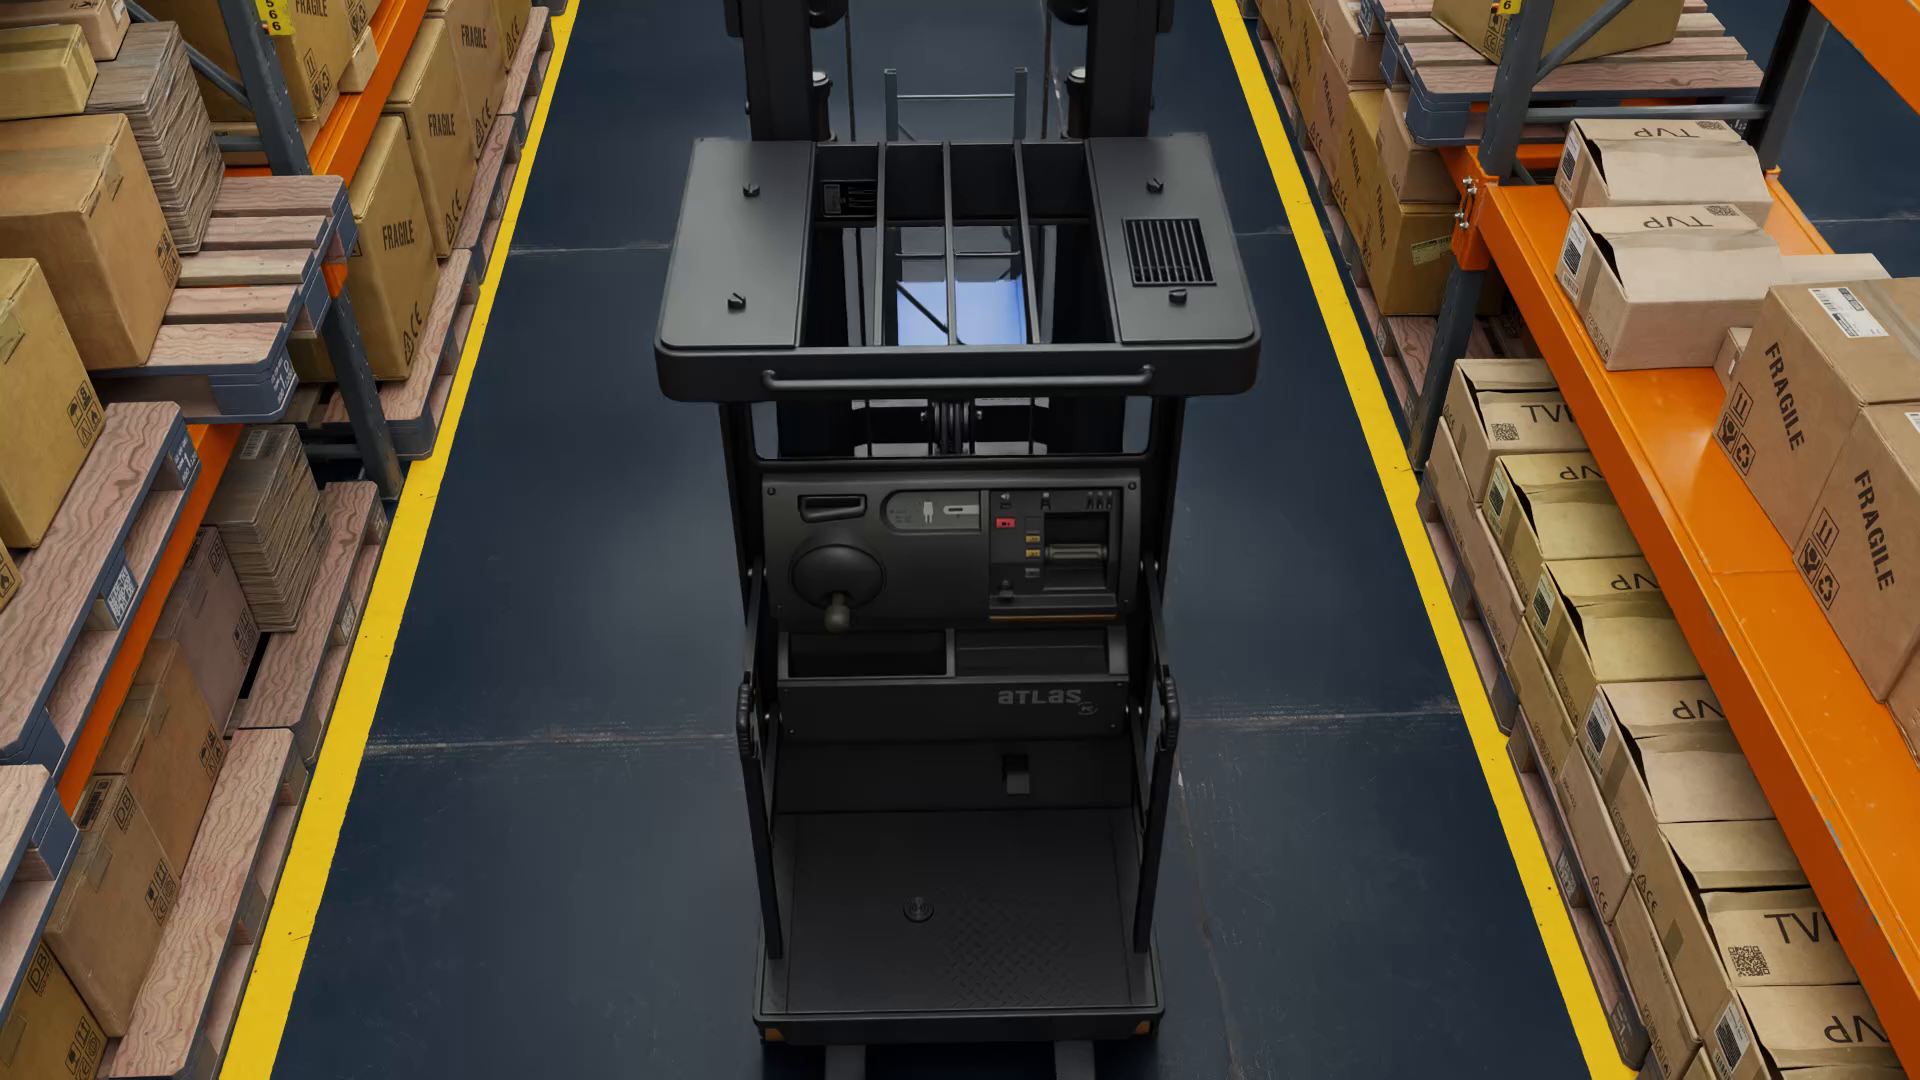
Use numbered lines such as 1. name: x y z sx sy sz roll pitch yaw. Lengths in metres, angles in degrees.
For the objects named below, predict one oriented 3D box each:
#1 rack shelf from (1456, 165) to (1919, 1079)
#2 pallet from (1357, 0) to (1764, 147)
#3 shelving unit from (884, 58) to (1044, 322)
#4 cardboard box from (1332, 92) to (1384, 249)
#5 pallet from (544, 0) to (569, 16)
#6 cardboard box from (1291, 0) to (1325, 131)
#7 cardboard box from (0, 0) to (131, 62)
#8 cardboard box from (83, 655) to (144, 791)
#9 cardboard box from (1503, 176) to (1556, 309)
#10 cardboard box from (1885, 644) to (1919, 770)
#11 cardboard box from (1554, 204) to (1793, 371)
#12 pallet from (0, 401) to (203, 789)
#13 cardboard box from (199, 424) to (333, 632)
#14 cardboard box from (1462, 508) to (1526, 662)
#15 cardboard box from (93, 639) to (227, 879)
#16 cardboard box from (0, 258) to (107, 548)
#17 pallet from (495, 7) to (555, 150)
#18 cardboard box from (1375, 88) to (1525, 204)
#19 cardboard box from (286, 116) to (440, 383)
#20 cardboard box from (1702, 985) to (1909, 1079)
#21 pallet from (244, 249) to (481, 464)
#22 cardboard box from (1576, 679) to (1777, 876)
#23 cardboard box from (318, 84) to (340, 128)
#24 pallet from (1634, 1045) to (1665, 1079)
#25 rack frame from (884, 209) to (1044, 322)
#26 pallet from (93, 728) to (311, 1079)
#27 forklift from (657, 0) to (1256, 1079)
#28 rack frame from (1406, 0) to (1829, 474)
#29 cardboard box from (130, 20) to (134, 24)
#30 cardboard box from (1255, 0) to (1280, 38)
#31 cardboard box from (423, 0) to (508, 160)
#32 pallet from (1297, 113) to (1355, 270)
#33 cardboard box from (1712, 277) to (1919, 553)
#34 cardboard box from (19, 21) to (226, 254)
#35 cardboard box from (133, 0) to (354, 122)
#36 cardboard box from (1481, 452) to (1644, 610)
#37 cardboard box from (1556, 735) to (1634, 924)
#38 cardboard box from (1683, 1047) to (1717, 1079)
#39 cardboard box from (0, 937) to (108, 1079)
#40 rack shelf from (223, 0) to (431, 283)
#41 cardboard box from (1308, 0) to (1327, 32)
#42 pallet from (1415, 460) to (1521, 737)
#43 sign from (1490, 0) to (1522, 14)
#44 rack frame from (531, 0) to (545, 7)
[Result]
1. rack shelf: 2.366 0.192 4.353 1.077 0.370 4.000 -2 43 -2
2. pallet: 2.182 -1.808 6.145 1.213 0.211 1.003 -2 43 -2
3. shelving unit: -0.004 -0.800 6.012 0.538 1.500 1.048 -1 43 -1
4. cardboard box: 1.985 -1.638 7.342 0.500 0.500 0.500 -3 43 -3
5. pallet: -2.792 -3.467 9.876 1.003 0.211 1.213 -2 43 -2
6. cardboard box: 1.936 -2.334 8.100 0.500 0.500 0.500 -1 43 -1
7. cardboard box: -2.623 -1.485 4.771 0.380 0.149 0.250 -7 43 -7
8. cardboard box: -2.597 0.422 4.539 0.500 0.250 0.500 -2 43 -2
9. cardboard box: 2.520 -1.333 7.009 0.500 0.500 0.500 -3 43 -3
10. cardboard box: 2.412 0.365 3.557 0.500 0.500 0.500 1 43 1
11. cardboard box: 2.126 -0.781 4.948 0.500 0.311 0.500 -2 43 -2
12. pallet: -2.543 0.127 4.033 1.003 0.211 1.213 -2 43 -2
13. cardboard box: -2.585 -0.035 5.593 0.700 0.500 0.500 -1 43 -1
14. cardboard box: 2.032 0.137 5.605 0.500 0.250 0.500 -3 43 -3
15. cardboard box: -2.630 0.651 4.845 0.700 0.500 0.500 -2 43 -2
16. cardboard box: -2.563 -0.320 3.980 0.700 0.500 0.500 -2 43 -2
17. pallet: -2.730 -2.433 8.748 1.003 0.211 1.213 -2 43 -2
18. cardboard box: 2.000 -1.603 6.749 0.500 0.250 0.500 0 43 0
19. cardboard box: -2.568 -1.141 6.556 0.750 0.750 0.750 -2 43 -2
20. cardboard box: 2.119 1.313 3.907 0.500 0.311 0.500 -1 43 -1
21. pallet: -2.626 -0.785 6.951 1.003 0.211 1.213 -2 43 -2
22. cardboard box: 2.083 0.636 4.645 0.500 0.311 0.500 -2 43 -2
23. cardboard box: -2.452 -1.593 5.939 0.380 0.149 0.250 -1 43 -1
24. pallet: 2.381 1.808 4.121 1.003 0.211 1.213 -2 43 -2
25. rack frame: 0.007 -0.456 5.638 0.500 1.500 0.032 -1 43 -1
26. pallet: -2.587 1.098 4.896 1.003 0.211 1.213 -2 43 -2
27. forklift: -0.013 0.061 4.015 1.130 2.935 3.031 -1 43 -1
28. rack frame: 2.281 -1.424 5.583 1.000 3.000 0.127 -2 43 -2
29. cardboard box: -2.951 -1.744 5.624 0.500 0.500 0.500 -1 43 -2
30. cardboard box: 1.888 -3.031 8.861 0.500 0.500 0.500 -3 43 -4
31. cardboard box: -2.639 -2.307 7.827 0.750 0.750 0.750 0 43 0
32. pallet: 2.239 -1.722 7.973 1.003 0.211 1.213 -2 43 -2
33. cardboard box: 2.369 -0.328 4.314 0.500 0.500 0.500 -4 43 -4
34. cardboard box: -2.638 -1.161 4.897 0.700 0.500 0.500 -6 43 -7
35. cardboard box: -2.433 -1.768 5.650 0.500 0.500 0.500 0 43 -1
36. cardboard box: 2.041 -0.055 5.399 0.500 0.311 0.500 -3 43 -3
37. cardboard box: 2.082 0.834 4.845 0.500 0.250 0.500 -1 43 -1
38. cardboard box: 2.124 1.522 4.093 0.500 0.250 0.500 -2 43 -2
39. cardboard box: -2.618 1.337 4.096 0.700 0.500 0.500 -2 43 -3
40. rack shelf: -2.753 -2.364 7.141 1.077 0.370 4.000 -2 43 -2
41. cardboard box: 1.931 -2.632 7.871 0.500 0.250 0.500 -2 43 -2
42. pallet: 2.277 0.161 5.918 1.003 0.211 1.213 -2 43 -2
43. sign: 1.739 -1.799 5.195 0.100 0.325 0.005 -2 43 -2
44. rack frame: -2.838 -3.979 8.371 1.000 3.000 0.127 -2 43 -2
